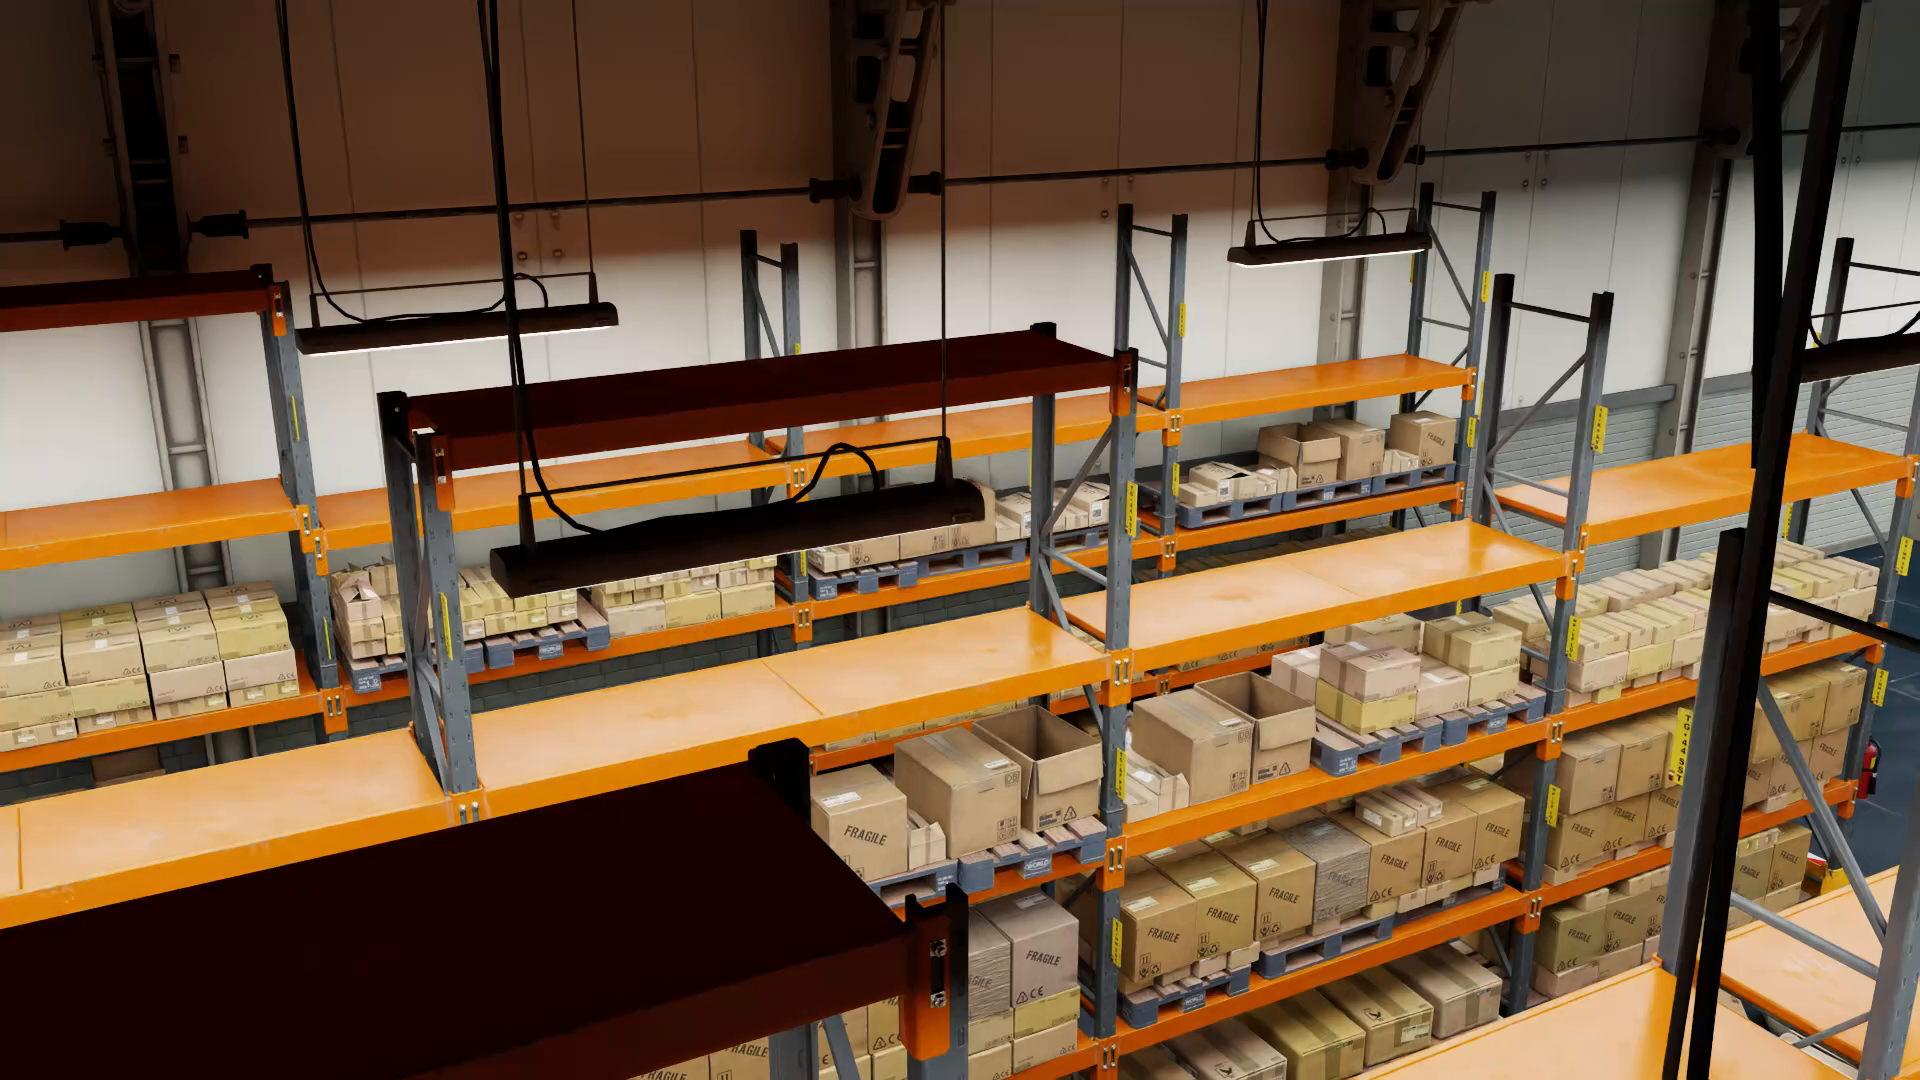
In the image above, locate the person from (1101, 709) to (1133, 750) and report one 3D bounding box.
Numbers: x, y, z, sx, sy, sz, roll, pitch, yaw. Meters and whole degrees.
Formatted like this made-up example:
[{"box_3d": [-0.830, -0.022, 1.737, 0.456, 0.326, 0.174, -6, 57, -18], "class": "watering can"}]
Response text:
[{"box_3d": [1.465, 2.319, 15.255, 0.530, 1.673, 0.595, -12, 22, -32], "class": "person"}]
